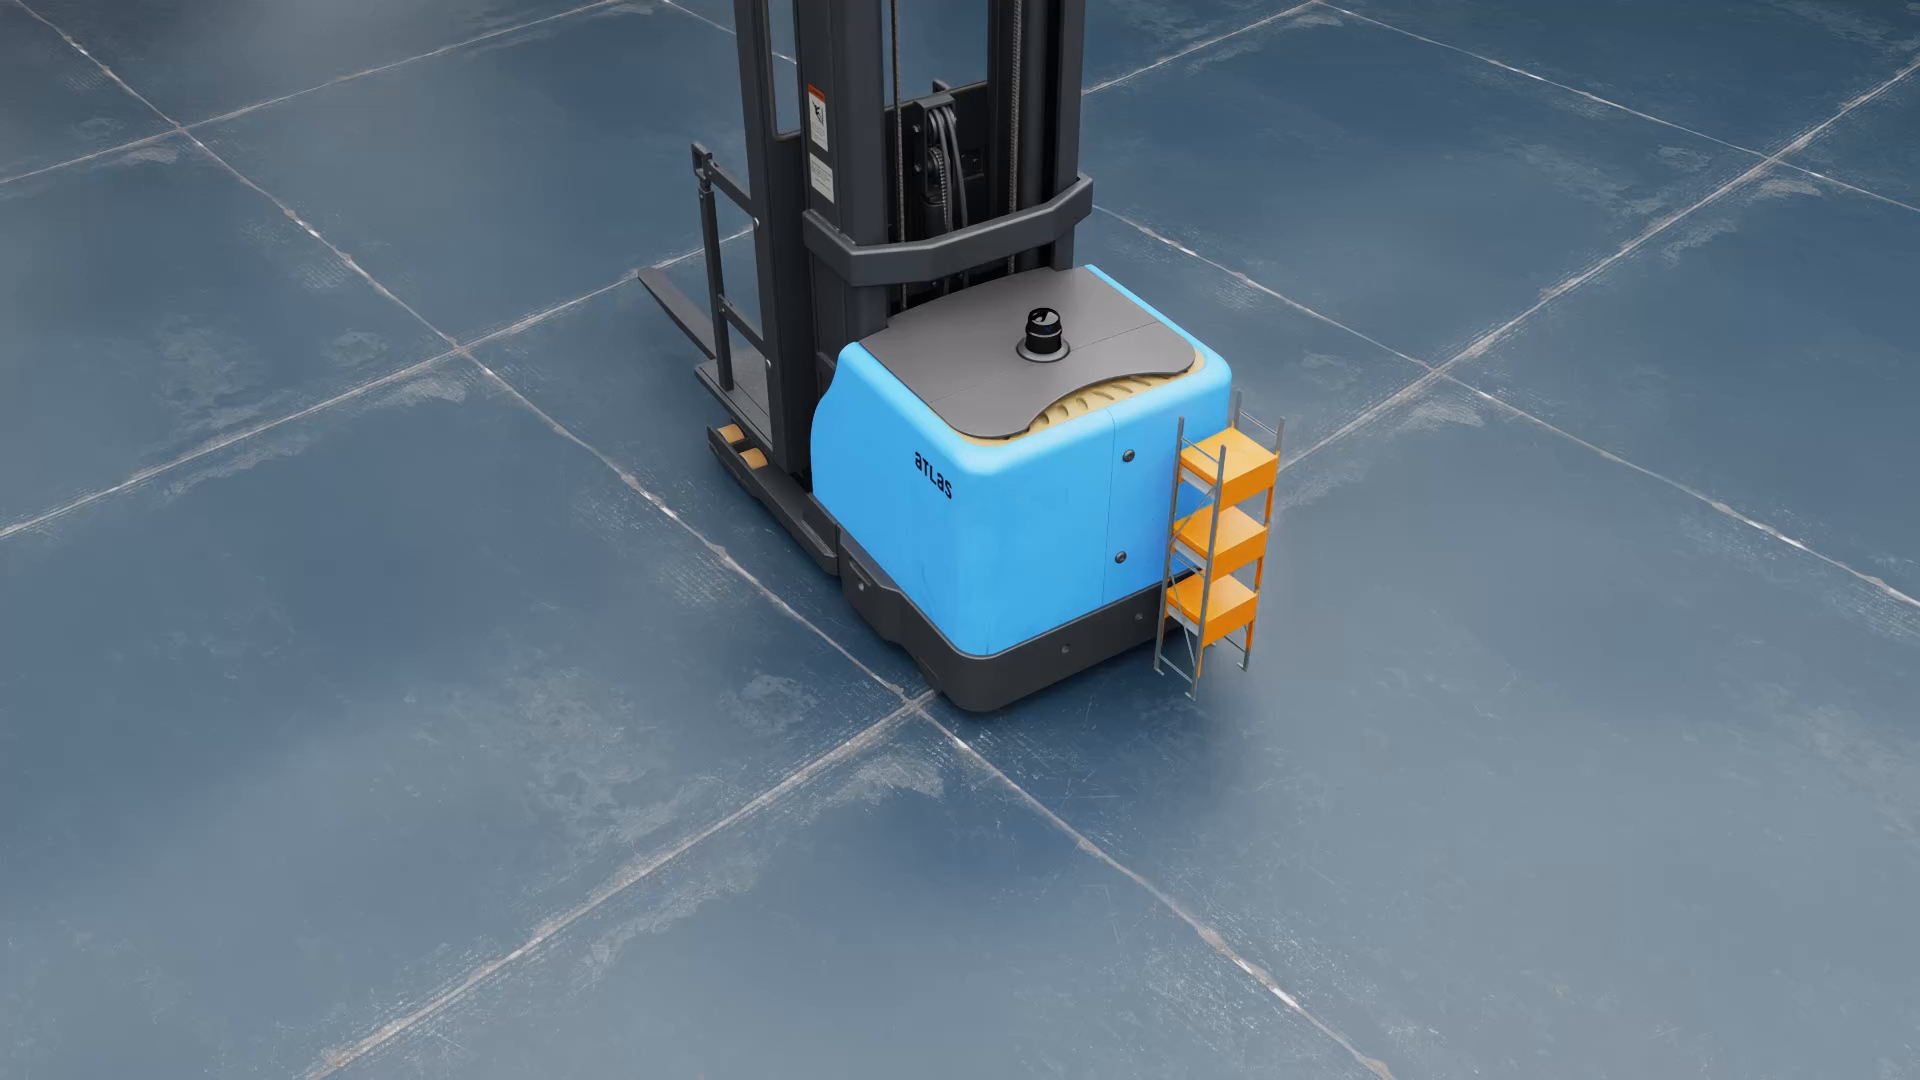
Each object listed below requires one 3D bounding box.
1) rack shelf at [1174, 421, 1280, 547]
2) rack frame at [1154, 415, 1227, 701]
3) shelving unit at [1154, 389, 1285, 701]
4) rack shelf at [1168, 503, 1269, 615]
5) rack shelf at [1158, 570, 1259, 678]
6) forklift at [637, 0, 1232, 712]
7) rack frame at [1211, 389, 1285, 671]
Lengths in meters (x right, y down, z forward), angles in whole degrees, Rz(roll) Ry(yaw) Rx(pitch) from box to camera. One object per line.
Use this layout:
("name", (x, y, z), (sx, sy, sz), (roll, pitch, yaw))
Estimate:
("rack shelf", (0.825, -0.177, 5.198), (0.240, 0.259, 0.215), (-25, 45, -28))
("rack frame", (0.727, 0.082, 5.313), (0.008, 1.050, 0.200), (-25, 45, -28))
("shelving unit", (0.825, 0.036, 5.370), (0.252, 1.050, 0.215), (-25, 45, -28))
("rack shelf", (0.825, 0.044, 5.377), (0.240, 0.259, 0.215), (-25, 45, -28))
("rack shelf", (0.825, 0.260, 5.551), (0.240, 0.259, 0.215), (-25, 45, -28))
("forklift", (-0.338, -1.474, 5.742), (1.130, 2.935, 3.031), (-22, 44, -25))
("rack frame", (0.923, -0.010, 5.427), (0.008, 1.050, 0.200), (-25, 45, -28))
